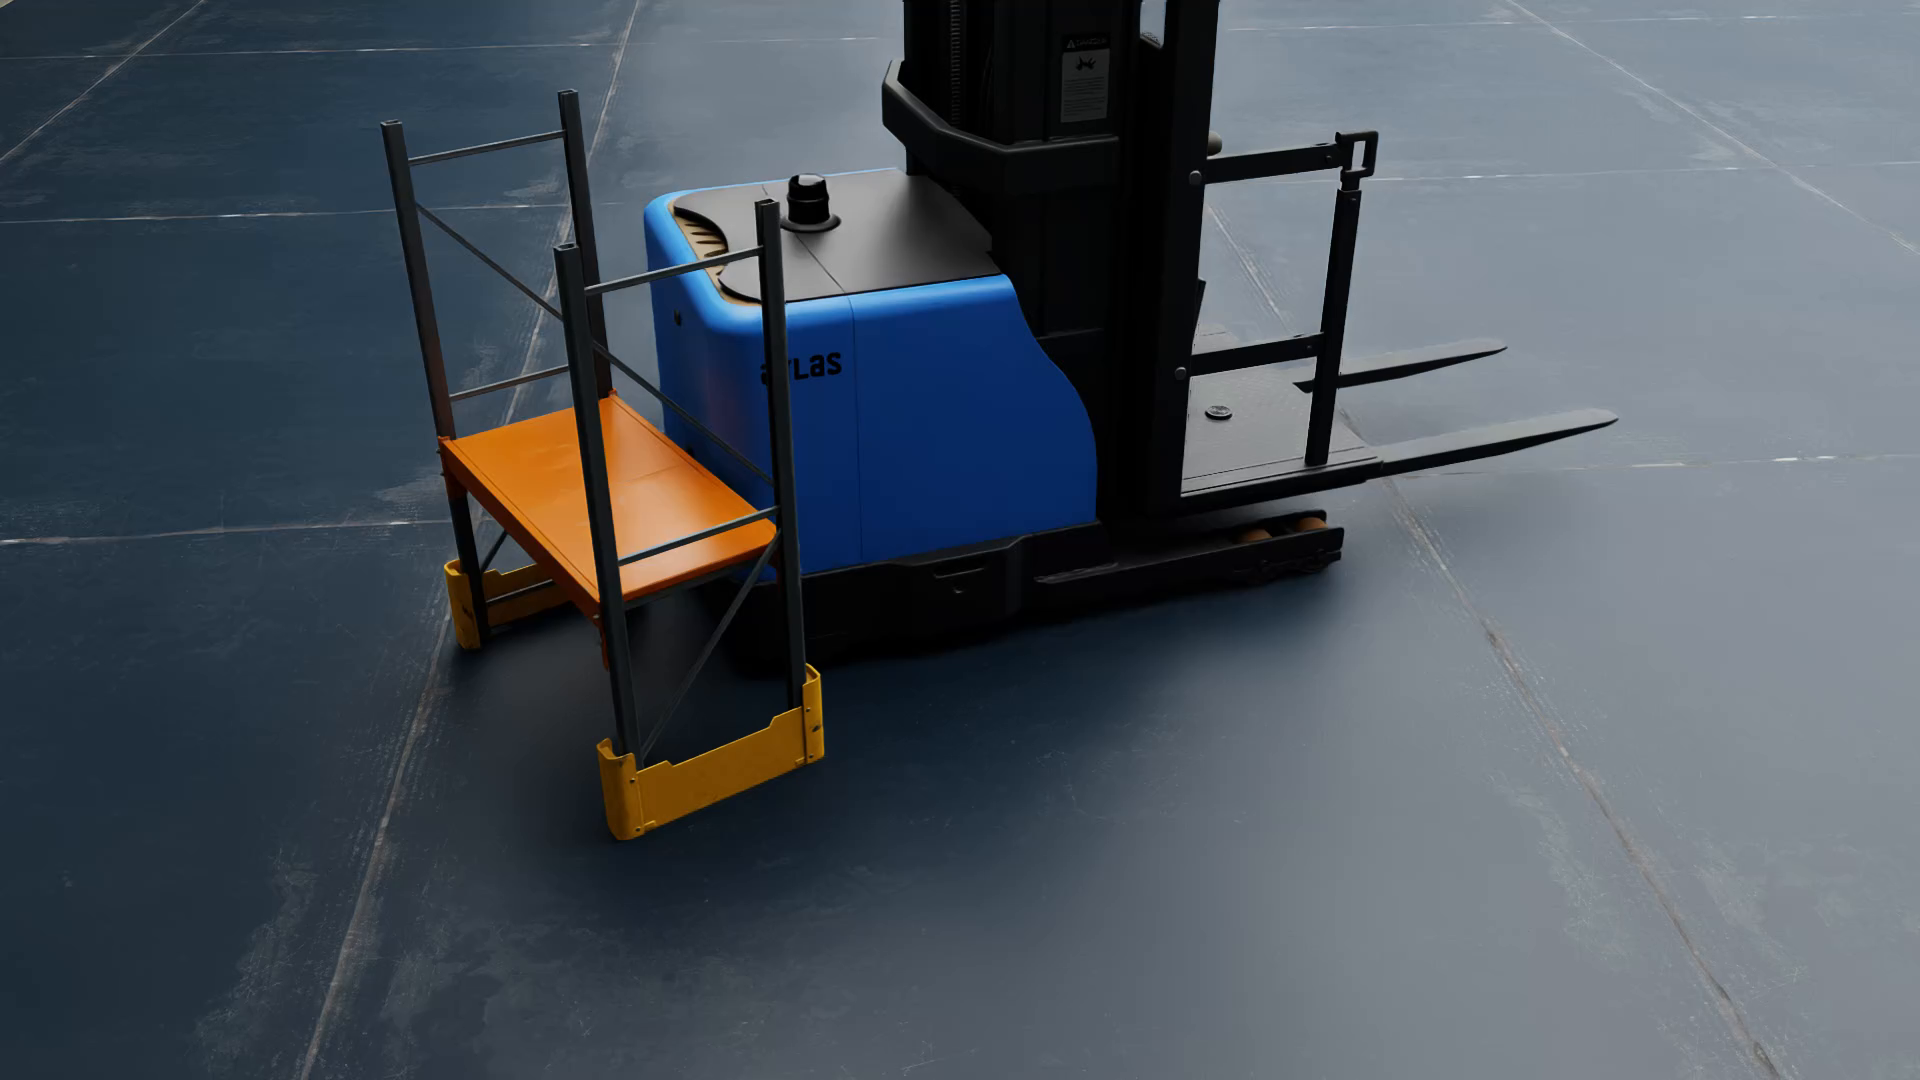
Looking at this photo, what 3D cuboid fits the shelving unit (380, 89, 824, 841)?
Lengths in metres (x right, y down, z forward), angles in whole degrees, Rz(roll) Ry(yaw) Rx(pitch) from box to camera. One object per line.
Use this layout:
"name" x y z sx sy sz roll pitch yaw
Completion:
"shelving unit" -0.896 -0.223 4.160 0.587 1.500 1.083 -20 36 -30

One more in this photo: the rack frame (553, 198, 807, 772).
"rack frame" -0.596 -0.007 3.799 0.500 1.500 0.032 -20 36 -30

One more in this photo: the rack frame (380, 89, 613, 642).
"rack frame" -1.186 -0.431 4.509 0.500 1.500 0.032 -20 36 -30

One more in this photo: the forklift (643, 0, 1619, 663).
"forklift" 0.639 -1.369 4.684 3.031 2.935 1.130 -10 32 -17

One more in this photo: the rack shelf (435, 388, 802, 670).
"rack shelf" -0.891 -0.065 4.246 0.538 0.185 1.000 -20 36 -30

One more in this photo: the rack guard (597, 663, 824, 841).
"rack guard" -0.607 0.522 4.133 0.587 0.250 0.087 -20 36 -30

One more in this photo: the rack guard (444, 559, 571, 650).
"rack guard" -1.186 0.106 4.829 0.587 0.250 0.087 -20 36 -30
